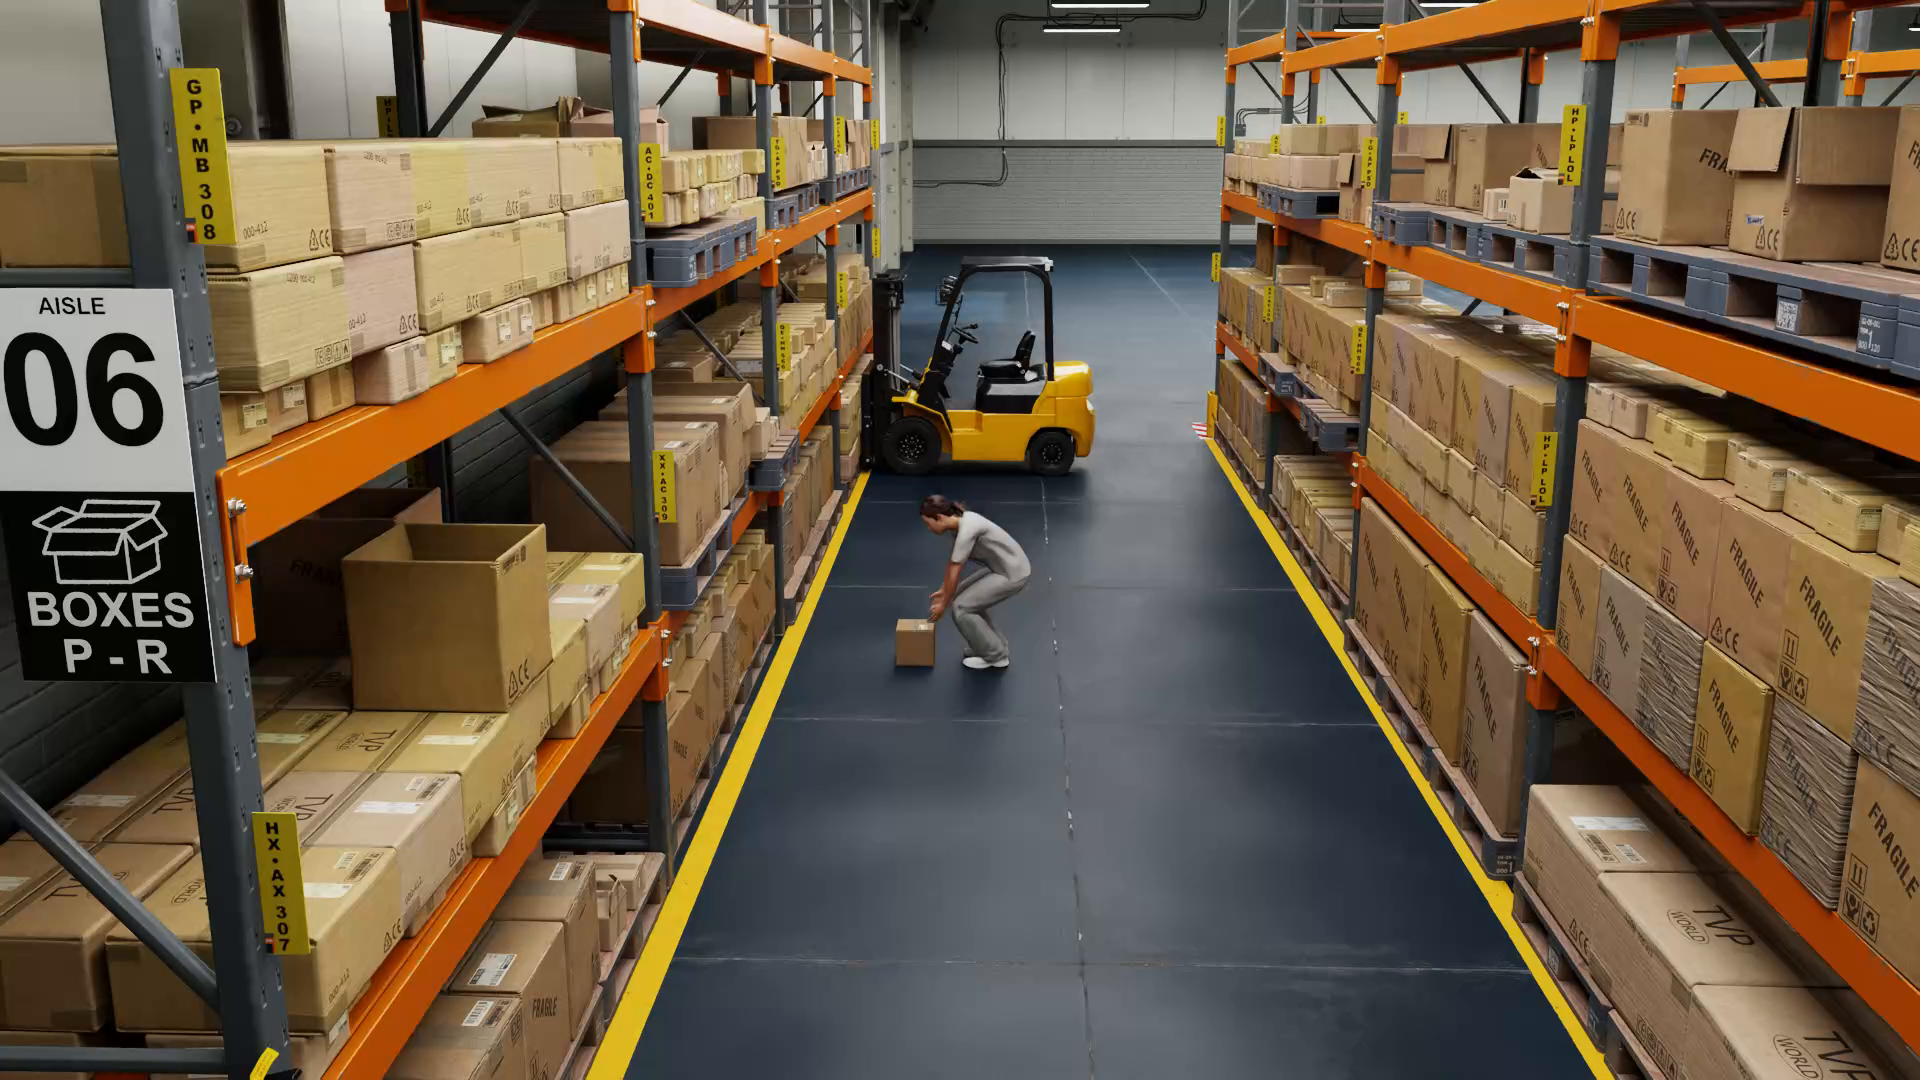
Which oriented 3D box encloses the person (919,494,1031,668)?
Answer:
[{"bbox_3d":[0.100,0.263,11.024,0.741,1.158,0.496,0,14,1],"label":"person"}]
